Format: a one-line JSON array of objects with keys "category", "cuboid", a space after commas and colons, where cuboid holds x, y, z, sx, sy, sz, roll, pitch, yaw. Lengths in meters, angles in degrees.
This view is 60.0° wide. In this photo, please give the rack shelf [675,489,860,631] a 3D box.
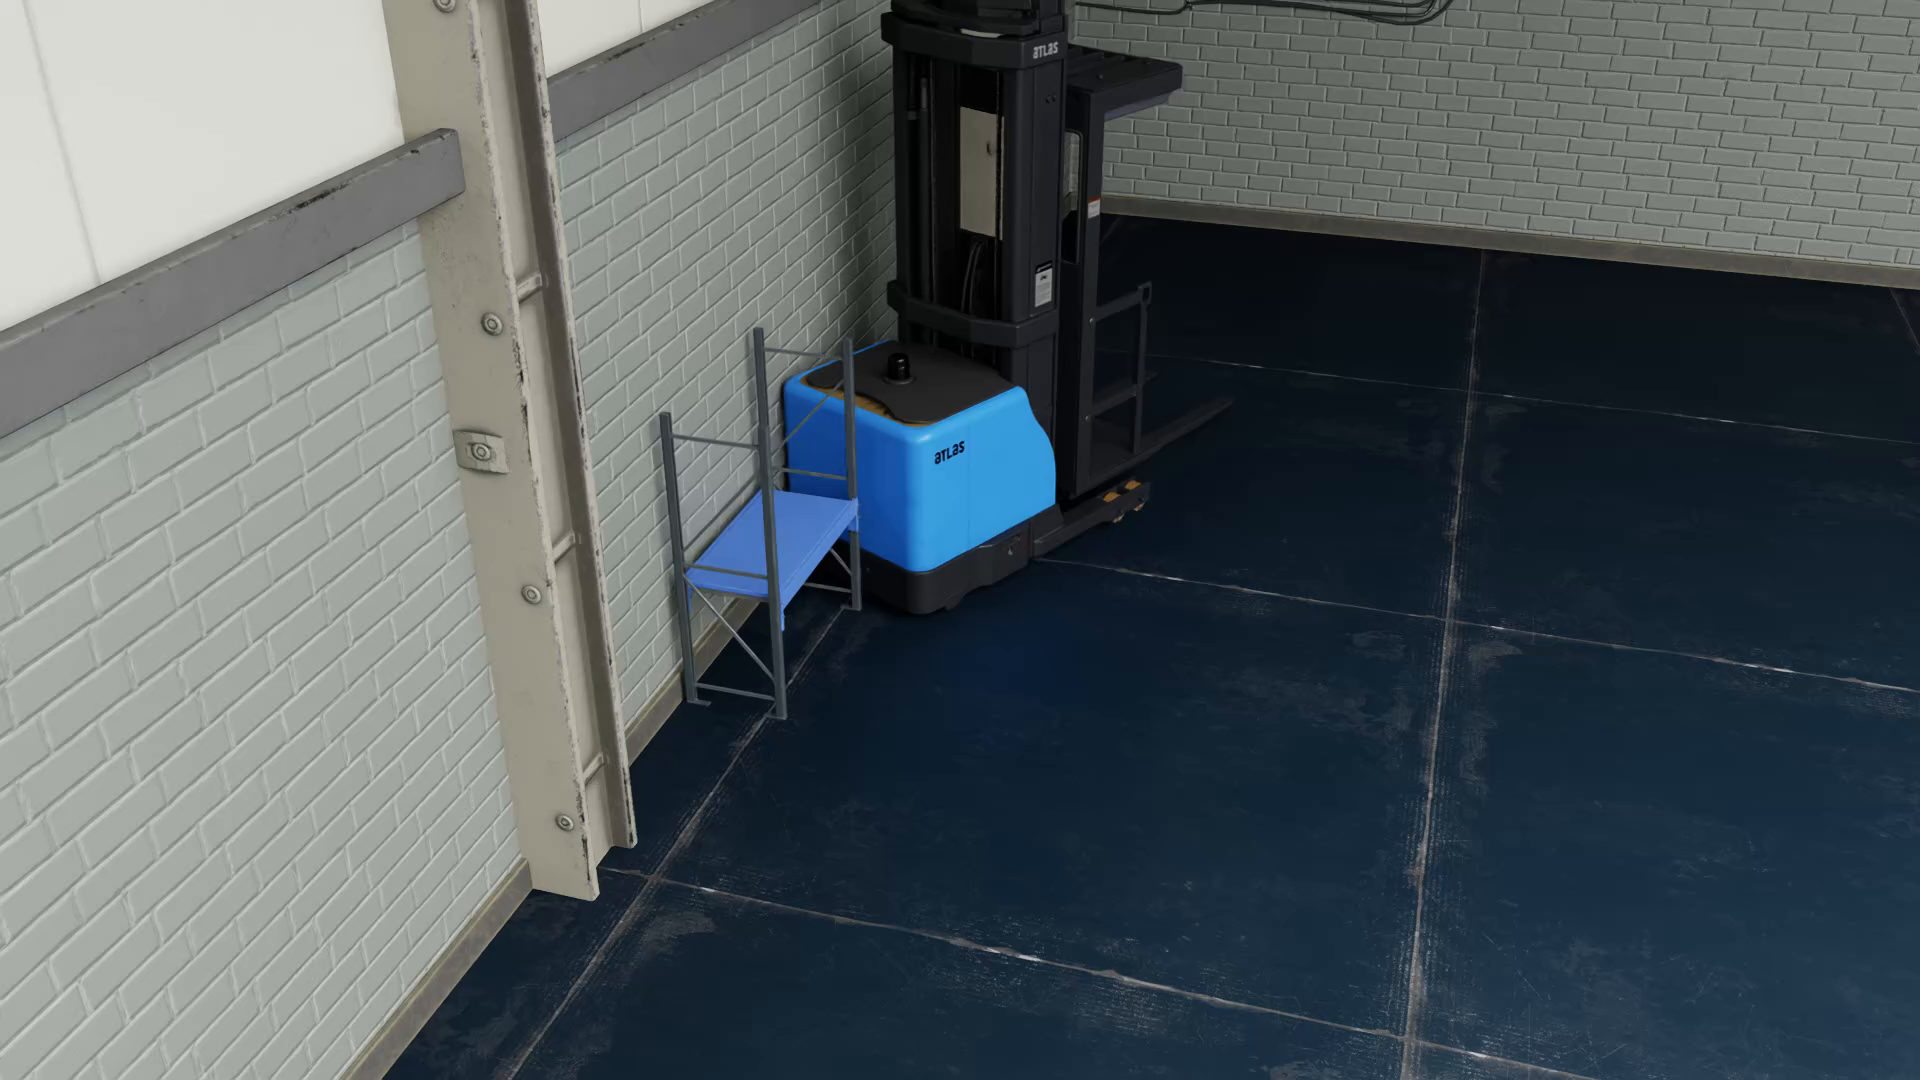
[{"category": "rack shelf", "cuboid": [-0.900, 0.064, 7.962, 0.538, 0.185, 1.000, 8, 30, 15]}]

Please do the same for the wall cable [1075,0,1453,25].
[{"category": "wall cable", "cuboid": [2.334, -5.213, 12.558, 3.097, 2.526, 0.112, 8, 30, 15]}]

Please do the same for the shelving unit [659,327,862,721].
[{"category": "shelving unit", "cuboid": [-0.900, -0.093, 7.874, 0.538, 1.500, 1.048, 8, 30, 15]}]

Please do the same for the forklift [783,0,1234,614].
[{"category": "forklift", "cuboid": [0.443, -1.533, 8.991, 1.130, 2.935, 3.031, 24, 37, 36]}]

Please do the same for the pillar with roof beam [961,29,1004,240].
[{"category": "pillar with roof beam", "cuboid": [4.321, -4.775, 8.577, 9.100, 9.000, 0.400, 8, 30, 15]}]

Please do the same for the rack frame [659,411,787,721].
[{"category": "rack frame", "cuboid": [-1.049, 0.143, 7.450, 0.500, 1.500, 0.032, 8, 30, 15]}]

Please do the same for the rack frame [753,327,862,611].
[{"category": "rack frame", "cuboid": [-0.751, -0.329, 8.299, 0.500, 1.500, 0.032, 8, 30, 15]}]

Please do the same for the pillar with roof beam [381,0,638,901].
[{"category": "pillar with roof beam", "cuboid": [2.560, -1.987, 3.564, 9.100, 9.000, 0.400, 8, 30, 15]}]
